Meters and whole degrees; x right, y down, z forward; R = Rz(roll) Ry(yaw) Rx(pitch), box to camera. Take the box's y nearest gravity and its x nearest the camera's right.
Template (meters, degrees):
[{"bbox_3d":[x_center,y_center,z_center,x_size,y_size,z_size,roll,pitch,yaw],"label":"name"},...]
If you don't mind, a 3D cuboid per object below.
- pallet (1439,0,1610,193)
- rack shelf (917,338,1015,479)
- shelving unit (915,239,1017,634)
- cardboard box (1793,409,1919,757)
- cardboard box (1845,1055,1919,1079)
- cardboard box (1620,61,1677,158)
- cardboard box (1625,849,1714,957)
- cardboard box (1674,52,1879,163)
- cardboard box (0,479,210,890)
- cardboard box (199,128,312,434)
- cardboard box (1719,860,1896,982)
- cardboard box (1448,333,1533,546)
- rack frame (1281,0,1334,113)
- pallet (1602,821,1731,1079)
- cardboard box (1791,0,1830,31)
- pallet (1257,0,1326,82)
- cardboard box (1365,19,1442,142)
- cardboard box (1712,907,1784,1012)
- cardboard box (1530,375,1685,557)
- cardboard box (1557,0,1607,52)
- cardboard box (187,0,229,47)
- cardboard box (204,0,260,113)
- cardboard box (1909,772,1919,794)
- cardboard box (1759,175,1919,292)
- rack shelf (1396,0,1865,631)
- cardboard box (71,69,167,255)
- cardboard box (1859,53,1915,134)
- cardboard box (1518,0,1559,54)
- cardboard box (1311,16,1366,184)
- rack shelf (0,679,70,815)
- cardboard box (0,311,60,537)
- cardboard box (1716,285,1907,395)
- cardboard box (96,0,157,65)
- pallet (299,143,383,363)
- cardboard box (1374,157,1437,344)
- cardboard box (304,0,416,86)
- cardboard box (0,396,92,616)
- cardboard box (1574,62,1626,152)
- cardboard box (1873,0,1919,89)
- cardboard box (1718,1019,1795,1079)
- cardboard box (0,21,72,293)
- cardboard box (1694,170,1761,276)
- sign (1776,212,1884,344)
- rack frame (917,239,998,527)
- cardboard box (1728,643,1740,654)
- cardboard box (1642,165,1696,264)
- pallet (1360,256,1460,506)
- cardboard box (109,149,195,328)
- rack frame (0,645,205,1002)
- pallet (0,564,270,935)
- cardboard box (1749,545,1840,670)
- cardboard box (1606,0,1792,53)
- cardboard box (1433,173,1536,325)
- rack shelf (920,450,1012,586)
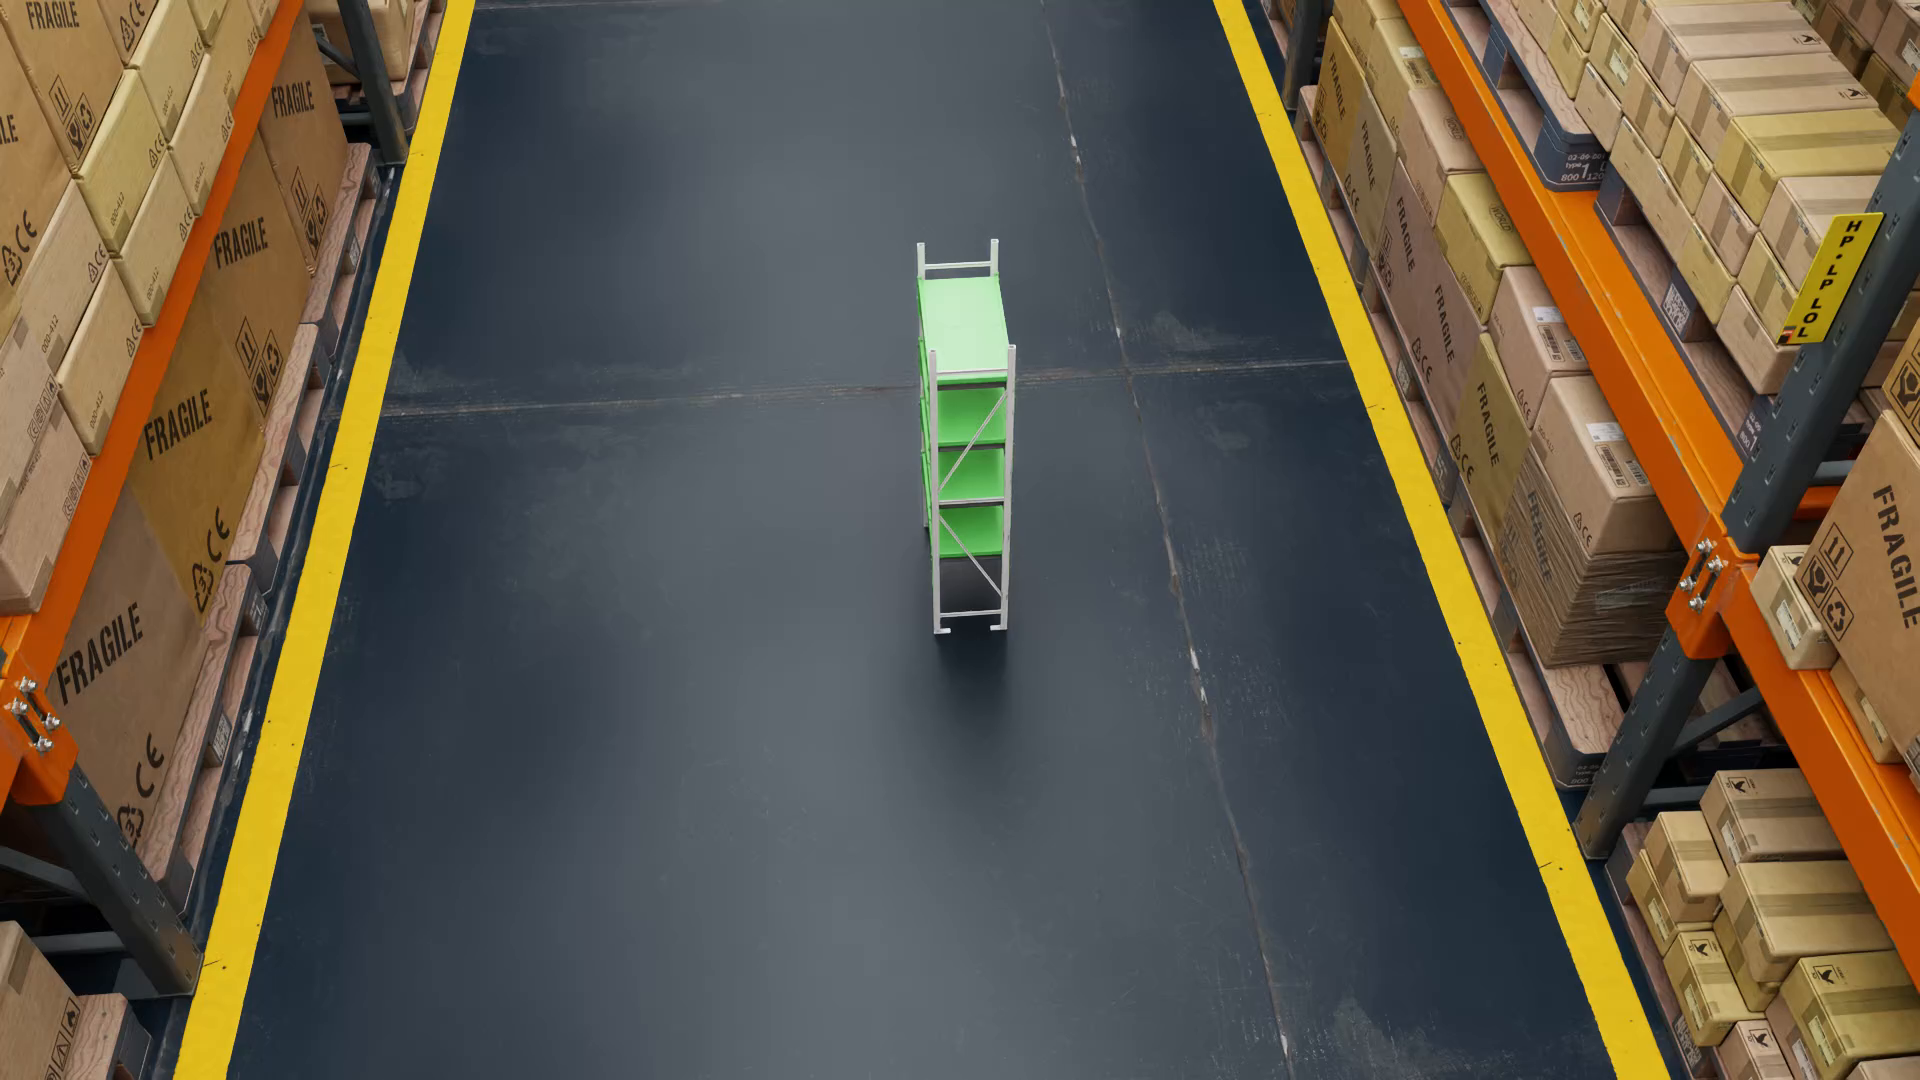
[{"bbox_3d":[2.193,-1.565,5.298,1.003,0.211,1.213,-3,47,-3],"label":"pallet"},{"bbox_3d":[0.014,-0.414,5.073,0.258,0.148,0.480,-3,47,-3],"label":"rack shelf"},{"bbox_3d":[0.014,-0.293,5.201,0.258,1.200,0.503,-3,47,-3],"label":"shelving unit"},{"bbox_3d":[2.112,0.070,3.344,0.500,0.500,0.500,-4,47,-4],"label":"cardboard box"},{"bbox_3d":[2.222,1.297,3.720,0.380,0.149,0.250,-5,47,-4],"label":"cardboard box"},{"bbox_3d":[2.023,-1.171,4.472,0.380,0.149,0.250,-5,47,-5],"label":"cardboard box"},{"bbox_3d":[2.032,0.952,4.456,0.380,0.149,0.250,-5,47,-5],"label":"cardboard box"},{"bbox_3d":[2.050,-1.089,4.190,0.380,0.149,0.250,-5,47,-5],"label":"cardboard box"},{"bbox_3d":[-2.735,0.350,4.527,0.875,0.875,0.875,-2,47,-2],"label":"cardboard box"},{"bbox_3d":[-2.892,-0.950,5.758,0.875,0.875,0.875,-3,47,-3],"label":"cardboard box"},{"bbox_3d":[2.108,0.929,4.068,0.380,0.149,0.250,-1,47,-1],"label":"cardboard box"},{"bbox_3d":[1.966,-0.343,5.441,0.500,0.500,0.500,-4,47,-4],"label":"cardboard box"},{"bbox_3d":[1.986,-3.061,6.583,1.000,3.000,0.127,-3,47,-3],"label":"rack frame"},{"bbox_3d":[2.413,1.276,4.396,1.003,0.211,1.213,-3,47,-3],"label":"pallet"},{"bbox_3d":[2.632,-1.589,4.868,0.380,0.149,0.250,-4,47,-4],"label":"cardboard box"},{"bbox_3d":[1.995,-2.677,8.140,1.003,0.211,1.213,-3,47,-3],"label":"pallet"},{"bbox_3d":[1.845,-1.723,6.232,0.500,0.250,0.500,-4,47,-4],"label":"cardboard box"},{"bbox_3d":[2.143,1.026,4.181,0.380,0.149,0.250,-3,47,-3],"label":"cardboard box"},{"bbox_3d":[2.007,-0.233,4.820,0.500,0.250,0.500,-5,47,-4],"label":"cardboard box"},{"bbox_3d":[1.977,-1.556,4.837,0.380,0.149,0.250,-3,47,-3],"label":"cardboard box"},{"bbox_3d":[-2.534,-1.732,5.083,0.500,0.250,0.500,-5,47,-4],"label":"cardboard box"},{"bbox_3d":[-2.552,-1.551,5.256,0.500,0.250,0.500,-4,47,-4],"label":"cardboard box"},{"bbox_3d":[2.189,0.517,3.368,0.380,0.149,0.250,-5,47,-5],"label":"cardboard box"},{"bbox_3d":[2.093,-0.708,3.828,0.380,0.149,0.250,-2,47,-1],"label":"cardboard box"},{"bbox_3d":[2.154,-1.366,5.473,1.077,0.370,4.000,-3,47,-3],"label":"rack shelf"},{"bbox_3d":[-2.446,-0.991,4.381,0.500,0.250,0.500,-3,47,-3],"label":"cardboard box"},{"bbox_3d":[2.678,-1.202,4.501,0.380,0.149,0.250,-5,47,-5],"label":"cardboard box"},{"bbox_3d":[1.956,-1.635,5.116,0.380,0.149,0.250,-5,47,-5],"label":"cardboard box"},{"bbox_3d":[1.791,-1.818,6.838,0.500,0.500,0.500,-5,47,-5],"label":"cardboard box"},{"bbox_3d":[-2.436,1.902,2.378,1.077,0.370,4.000,-3,47,-3],"label":"rack shelf"},{"bbox_3d":[-2.359,-0.248,3.678,0.500,0.250,0.500,-5,47,-4],"label":"cardboard box"},{"bbox_3d":[2.091,-0.500,4.041,0.380,0.149,0.250,-4,47,-4],"label":"cardboard box"},{"bbox_3d":[-2.513,-1.610,4.451,0.500,0.500,0.500,-4,47,-4],"label":"cardboard box"},{"bbox_3d":[-2.947,-1.153,6.696,1.003,0.211,1.213,-3,47,-3],"label":"pallet"},{"bbox_3d":[1.885,-1.084,6.143,0.500,0.500,0.500,-5,47,-4],"label":"cardboard box"},{"bbox_3d":[-2.975,-2.337,7.418,0.950,0.372,0.625,-6,47,-6],"label":"cardboard box"},{"bbox_3d":[-2.377,-0.075,3.859,0.500,0.250,0.500,-4,47,-4],"label":"cardboard box"},{"bbox_3d":[2.000,-1.251,4.752,0.380,0.149,0.250,-5,47,-5],"label":"cardboard box"},{"bbox_3d":[2.680,-1.310,4.399,0.380,0.149,0.250,-4,47,-4],"label":"cardboard box"},{"bbox_3d":[2.126,1.322,4.107,0.380,0.149,0.250,-4,47,-3],"label":"cardboard box"},{"bbox_3d":[-2.424,-0.873,3.753,0.500,0.500,0.500,-4,47,-4],"label":"cardboard box"},{"bbox_3d":[2.068,-0.793,4.114,0.380,0.149,0.250,-3,47,-3],"label":"cardboard box"},{"bbox_3d":[1.768,-0.528,3.387,0.100,0.325,0.005,-3,47,-3],"label":"sign"},{"bbox_3d":[-0.007,-0.469,5.368,0.240,1.200,0.015,-3,47,-3],"label":"rack frame"},{"bbox_3d":[2.524,-0.002,5.119,0.500,0.500,0.500,-2,47,-2],"label":"cardboard box"},{"bbox_3d":[2.049,-0.868,4.390,0.380,0.149,0.250,-4,47,-3],"label":"cardboard box"},{"bbox_3d":[2.149,-0.656,6.226,1.003,0.211,1.213,-3,47,-3],"label":"pallet"},{"bbox_3d":[-2.449,-0.821,4.565,0.500,0.250,0.500,-4,47,-4],"label":"cardboard box"},{"bbox_3d":[-2.603,0.207,3.488,1.000,3.000,0.127,-3,47,-3],"label":"rack frame"},{"bbox_3d":[-2.743,0.613,5.024,1.003,0.211,1.213,-3,47,-3],"label":"pallet"},{"bbox_3d":[2.019,0.145,3.720,0.380,0.149,0.250,-2,47,-2],"label":"cardboard box"},{"bbox_3d":[2.011,-1.457,4.538,0.380,0.149,0.250,-5,47,-5],"label":"cardboard box"},{"bbox_3d":[1.919,-0.987,5.535,0.500,0.250,0.500,-5,47,-5],"label":"cardboard box"},{"bbox_3d":[0.014,-0.084,5.422,0.258,0.148,0.480,-3,47,-3],"label":"rack shelf"}]
